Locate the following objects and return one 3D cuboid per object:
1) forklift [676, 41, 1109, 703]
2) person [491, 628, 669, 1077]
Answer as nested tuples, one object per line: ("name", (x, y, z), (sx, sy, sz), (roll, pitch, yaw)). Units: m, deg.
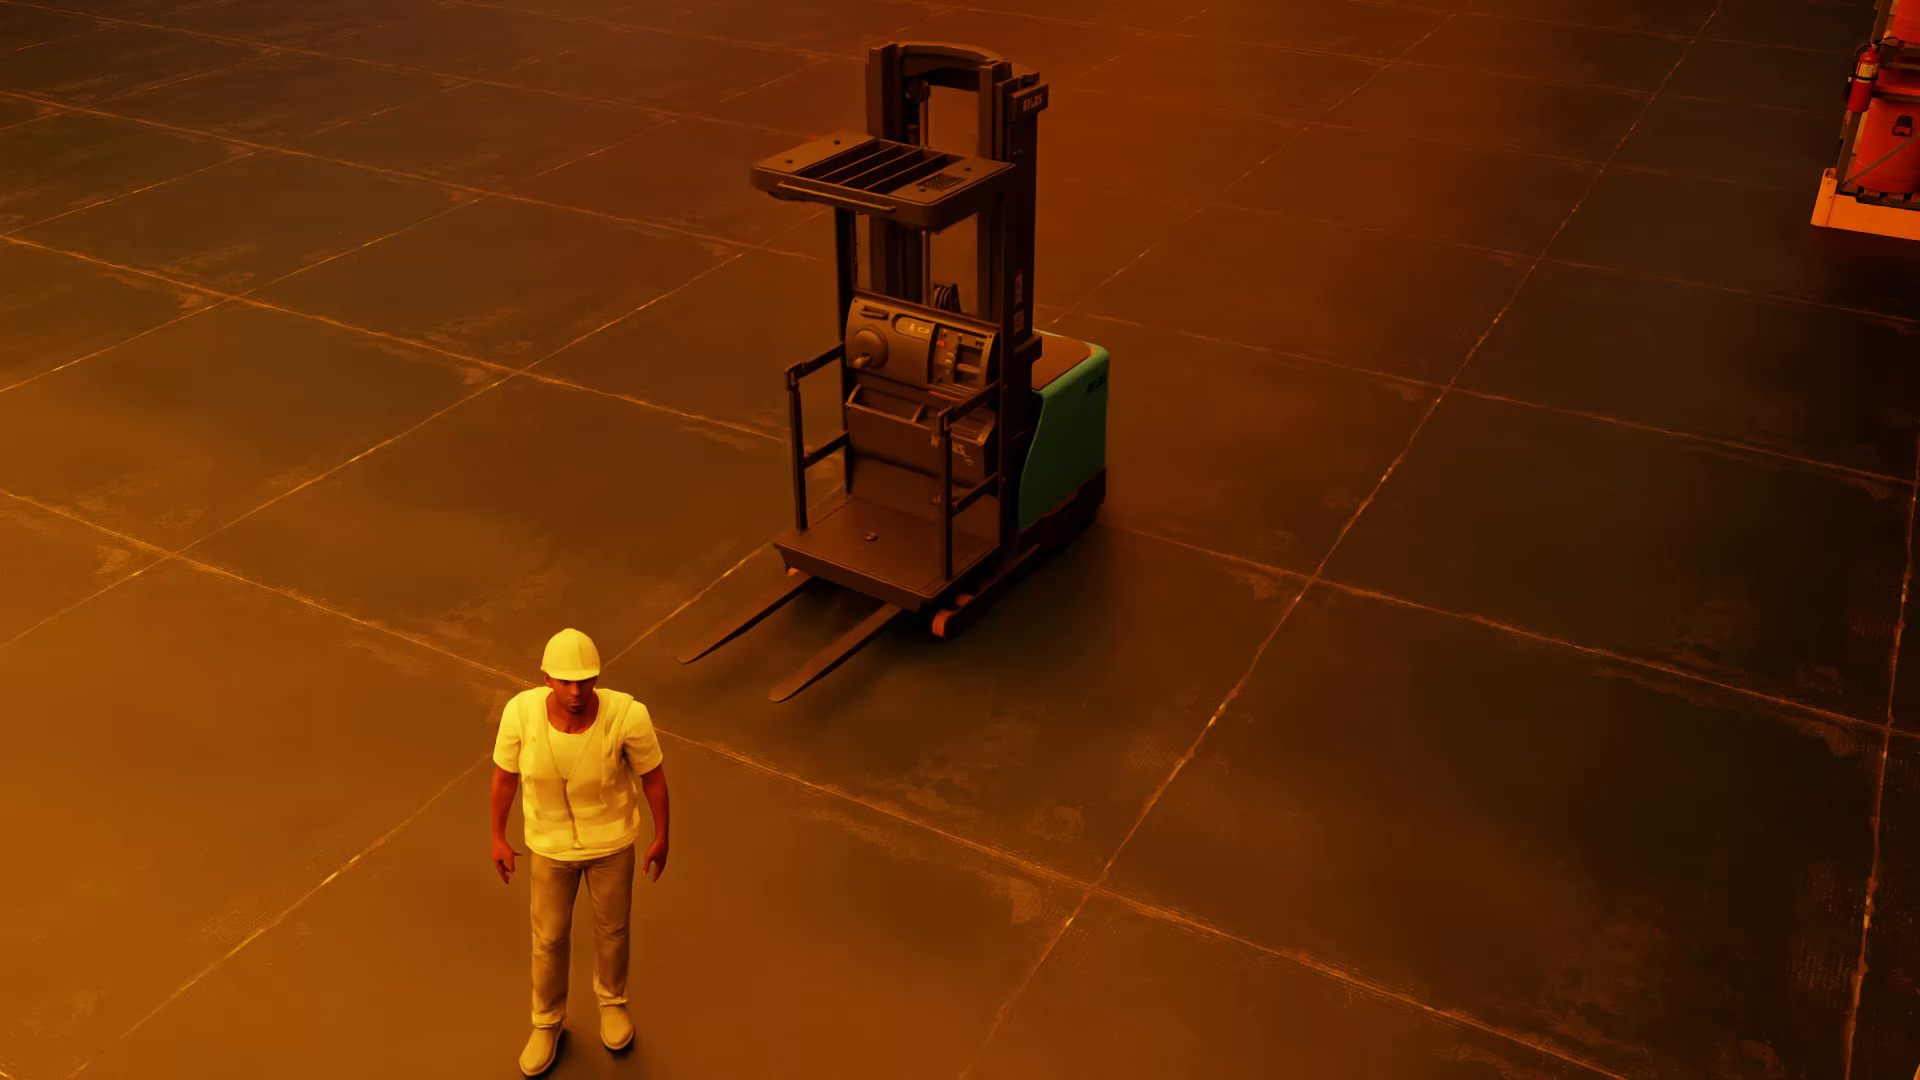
("forklift", (-0.337, -0.999, 8.802), (1.130, 2.935, 3.031), (18, 35, 29))
("person", (-1.417, 1.162, 6.211), (0.665, 1.767, 0.570), (-3, 30, -5))
